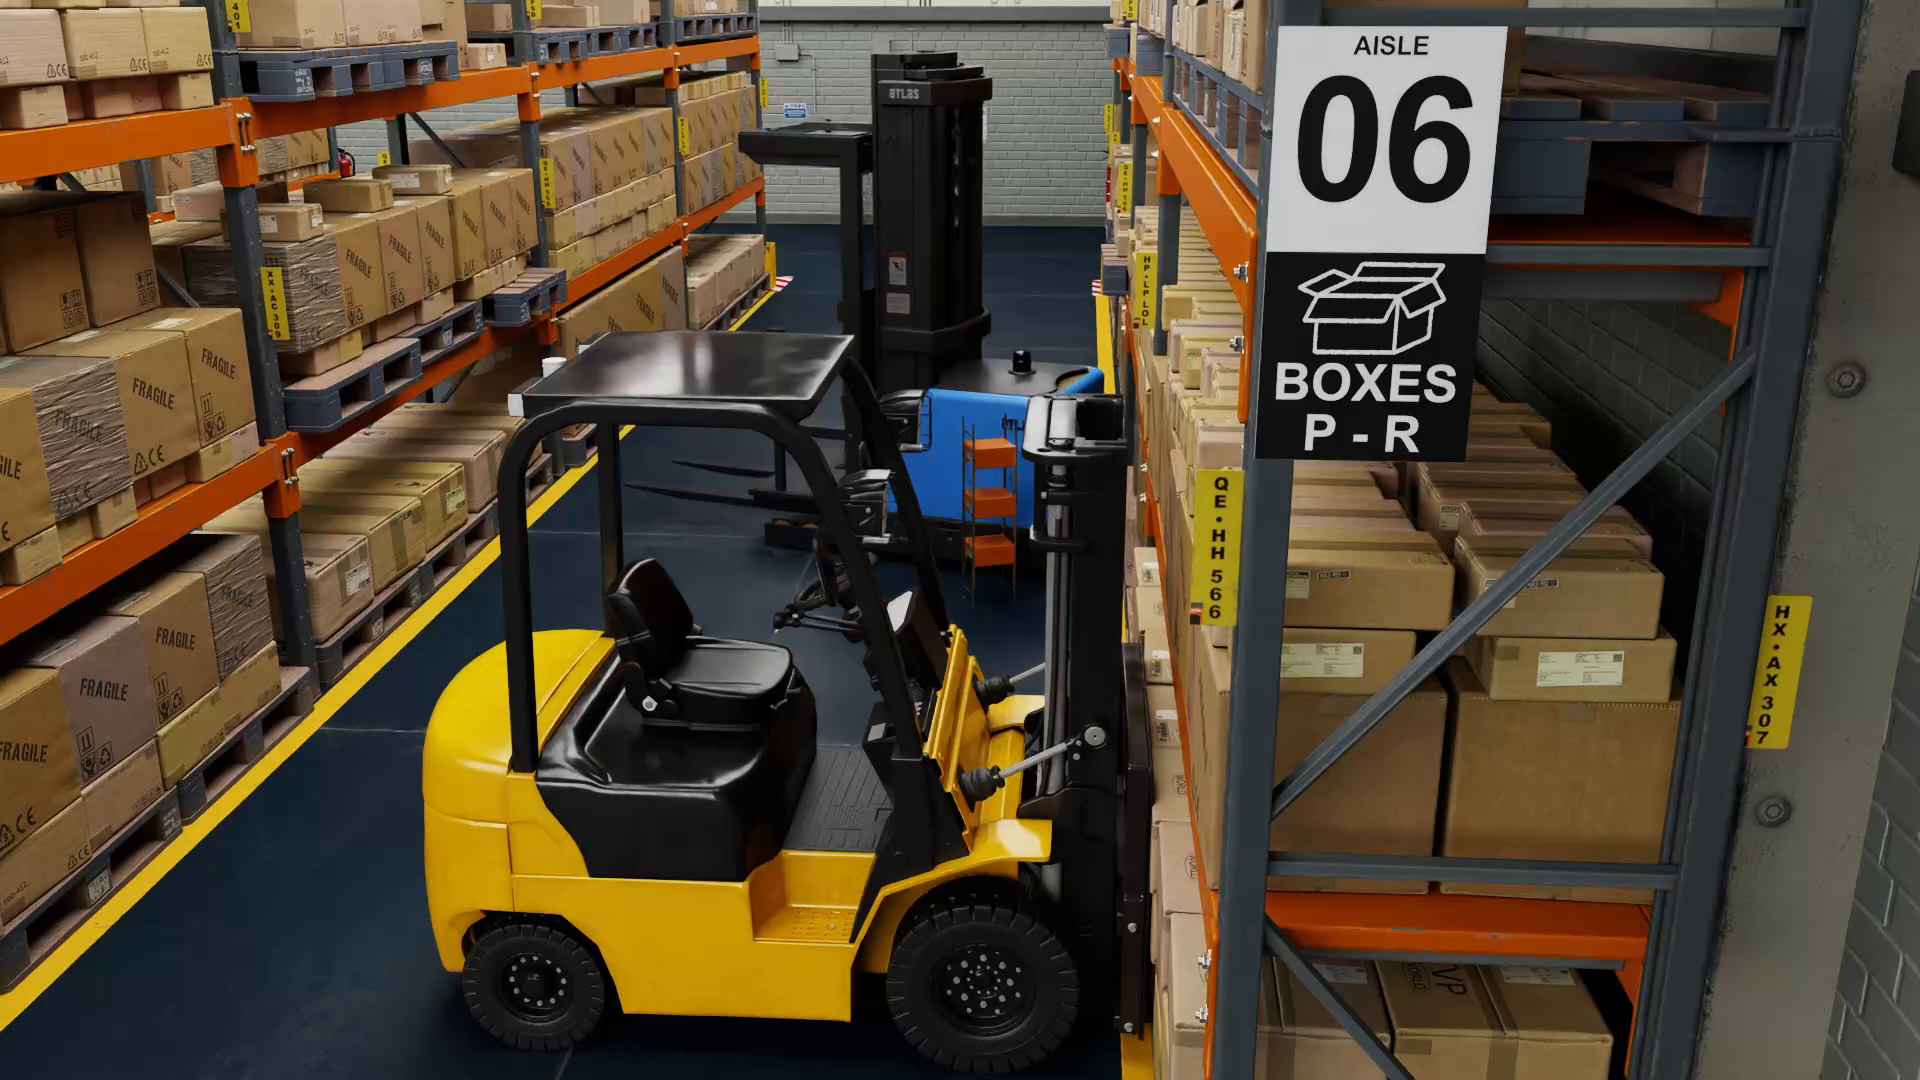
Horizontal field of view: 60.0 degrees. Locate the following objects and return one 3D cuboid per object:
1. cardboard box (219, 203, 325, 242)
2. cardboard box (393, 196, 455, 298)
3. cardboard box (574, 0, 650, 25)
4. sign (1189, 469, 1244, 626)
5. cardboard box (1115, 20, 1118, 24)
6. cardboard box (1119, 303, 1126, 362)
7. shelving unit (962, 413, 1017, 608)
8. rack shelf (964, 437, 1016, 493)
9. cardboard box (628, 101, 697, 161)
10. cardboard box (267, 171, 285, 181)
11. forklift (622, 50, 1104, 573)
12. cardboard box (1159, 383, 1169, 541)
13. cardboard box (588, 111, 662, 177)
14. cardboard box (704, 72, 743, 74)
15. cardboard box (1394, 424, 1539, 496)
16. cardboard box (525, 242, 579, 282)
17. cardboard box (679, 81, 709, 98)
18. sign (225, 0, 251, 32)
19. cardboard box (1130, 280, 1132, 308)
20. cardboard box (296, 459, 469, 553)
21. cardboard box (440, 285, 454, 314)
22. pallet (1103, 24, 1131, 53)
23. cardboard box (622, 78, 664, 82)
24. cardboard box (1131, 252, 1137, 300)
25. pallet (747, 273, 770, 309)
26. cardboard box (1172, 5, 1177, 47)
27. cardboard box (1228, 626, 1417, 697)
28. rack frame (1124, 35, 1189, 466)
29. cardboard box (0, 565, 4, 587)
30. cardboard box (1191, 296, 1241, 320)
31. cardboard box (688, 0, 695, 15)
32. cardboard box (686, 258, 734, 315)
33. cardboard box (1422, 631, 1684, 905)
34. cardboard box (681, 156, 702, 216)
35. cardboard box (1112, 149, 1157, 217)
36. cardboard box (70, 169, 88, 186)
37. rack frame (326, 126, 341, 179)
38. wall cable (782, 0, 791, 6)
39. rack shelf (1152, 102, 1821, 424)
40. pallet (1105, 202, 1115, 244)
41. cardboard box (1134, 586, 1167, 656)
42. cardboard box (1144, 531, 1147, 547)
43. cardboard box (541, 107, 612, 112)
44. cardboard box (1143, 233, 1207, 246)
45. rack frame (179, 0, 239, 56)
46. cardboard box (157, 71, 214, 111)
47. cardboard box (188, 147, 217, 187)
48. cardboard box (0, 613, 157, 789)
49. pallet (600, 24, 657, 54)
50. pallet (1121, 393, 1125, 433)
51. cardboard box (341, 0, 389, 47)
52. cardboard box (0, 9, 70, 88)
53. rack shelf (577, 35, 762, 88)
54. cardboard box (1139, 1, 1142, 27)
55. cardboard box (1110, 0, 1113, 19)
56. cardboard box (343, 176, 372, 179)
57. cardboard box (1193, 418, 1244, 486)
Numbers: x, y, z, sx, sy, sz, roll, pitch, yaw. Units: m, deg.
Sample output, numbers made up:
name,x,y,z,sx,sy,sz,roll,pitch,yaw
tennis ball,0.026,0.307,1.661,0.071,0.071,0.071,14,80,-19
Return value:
name,x,y,z,sx,sy,sz,roll,pitch,yaw
cardboard box,-3.223,-1.490,7.798,0.380,0.149,0.250,1,18,4
cardboard box,-3.180,-1.651,9.332,0.500,0.500,0.500,1,18,2
cardboard box,-2.890,-4.444,13.819,0.500,0.311,0.500,1,18,4
sign,0.514,0.018,3.311,0.100,0.325,0.005,1,18,4
cardboard box,1.832,-5.319,16.784,0.500,0.250,0.500,1,18,2
cardboard box,1.627,-1.731,14.228,0.500,0.500,0.500,1,18,3
shelving unit,0.162,-0.163,9.233,0.252,1.050,0.215,-6,19,-17
rack shelf,0.162,-0.422,9.148,0.240,0.259,0.215,-6,19,-17
cardboard box,-2.761,-3.805,15.451,0.500,0.500,0.500,1,18,4
cardboard box,-7.537,-3.918,17.968,0.380,0.149,0.250,0,18,1
forklift,-0.670,-1.469,10.200,3.031,2.935,1.130,7,19,20
cardboard box,1.028,-0.299,6.356,0.500,0.500,0.500,2,18,5
cardboard box,-2.848,-3.357,14.084,0.500,0.500,0.500,2,18,5
cardboard box,-2.570,-5.017,18.110,0.380,0.149,0.250,2,18,5
cardboard box,1.375,-0.221,4.601,0.380,0.149,0.250,2,18,6
cardboard box,-3.037,-1.972,11.866,0.500,0.250,0.500,1,18,3
cardboard box,-2.649,-4.381,16.167,0.380,0.149,0.250,1,18,2
sign,-3.068,-2.316,7.027,0.100,0.325,0.005,1,18,4
cardboard box,1.352,-1.584,10.680,0.500,0.250,0.500,1,18,4
cardboard box,-3.479,-0.208,9.786,0.950,0.372,0.625,2,18,6
cardboard box,-3.144,-1.387,9.569,0.380,0.149,0.250,1,18,2
pallet,1.798,-4.165,13.801,1.213,0.211,1.003,1,18,4
cardboard box,-3.174,-4.545,16.670,0.380,0.149,0.250,1,18,4
cardboard box,1.260,-1.504,9.633,0.500,0.250,0.500,1,18,3
pallet,-2.729,-2.807,18.649,1.003,0.211,1.213,1,18,4
cardboard box,1.006,-1.966,6.356,0.380,0.149,0.250,2,18,5
cardboard box,0.800,0.227,3.709,0.380,0.149,0.250,2,18,5
rack frame,1.628,-1.788,11.061,1.000,3.000,0.127,1,18,4
cardboard box,-3.505,0.123,5.633,0.380,0.149,0.250,1,18,2
cardboard box,1.111,-0.866,6.570,0.380,0.149,0.250,2,18,5
cardboard box,-2.972,-5.281,15.903,0.797,0.503,0.637,3,18,8
cardboard box,-2.821,-2.592,16.957,0.875,0.438,0.875,1,18,2
cardboard box,1.367,0.502,3.913,0.500,0.500,0.500,2,18,6
cardboard box,-2.742,-3.327,15.598,0.500,0.500,0.500,2,18,6
cardboard box,1.620,-2.971,13.837,0.700,0.500,0.500,1,18,5
cardboard box,-7.851,-3.153,14.481,0.380,0.149,0.250,2,18,6
rack frame,-7.694,-4.461,19.220,1.000,3.000,0.127,1,18,4
wall cable,-2.623,-9.006,23.455,0.463,3.000,0.029,1,18,4
rack shelf,1.198,-1.008,5.019,1.077,0.370,4.000,1,18,4
pallet,1.749,-2.693,14.132,1.003,0.211,1.213,1,18,4
cardboard box,0.947,0.389,6.556,0.500,0.250,0.500,1,18,4
cardboard box,1.431,-0.019,8.804,0.875,0.625,0.625,1,18,3
cardboard box,-3.355,-3.532,14.618,0.500,0.500,0.500,1,18,5
cardboard box,1.229,-1.650,9.438,0.380,0.149,0.250,2,18,5
rack frame,-3.610,-3.506,6.670,1.000,3.000,0.127,1,18,4
cardboard box,-3.328,-1.856,6.856,0.380,0.149,0.250,1,18,4
cardboard box,-7.666,-3.710,16.288,0.500,0.500,0.500,1,18,4
cardboard box,-3.455,0.602,6.305,0.500,0.500,0.500,2,18,7
pallet,-3.053,-4.188,13.877,0.805,0.209,1.217,1,18,2
pallet,1.809,-1.071,13.354,1.003,0.211,1.213,1,18,4
cardboard box,-3.133,-2.539,8.103,0.500,0.250,0.500,1,18,3
cardboard box,-3.459,-1.692,5.716,0.500,0.250,0.500,1,18,3
rack shelf,-2.893,-4.844,16.728,1.077,0.370,4.000,1,18,4
cardboard box,1.300,-3.247,10.240,0.380,0.166,0.250,1,18,4
cardboard box,1.443,-4.419,13.844,0.380,0.149,0.250,1,18,5
cardboard box,-3.617,-1.989,10.363,0.500,0.500,0.500,2,18,7
cardboard box,0.848,-0.234,4.640,0.380,0.149,0.250,2,18,5
